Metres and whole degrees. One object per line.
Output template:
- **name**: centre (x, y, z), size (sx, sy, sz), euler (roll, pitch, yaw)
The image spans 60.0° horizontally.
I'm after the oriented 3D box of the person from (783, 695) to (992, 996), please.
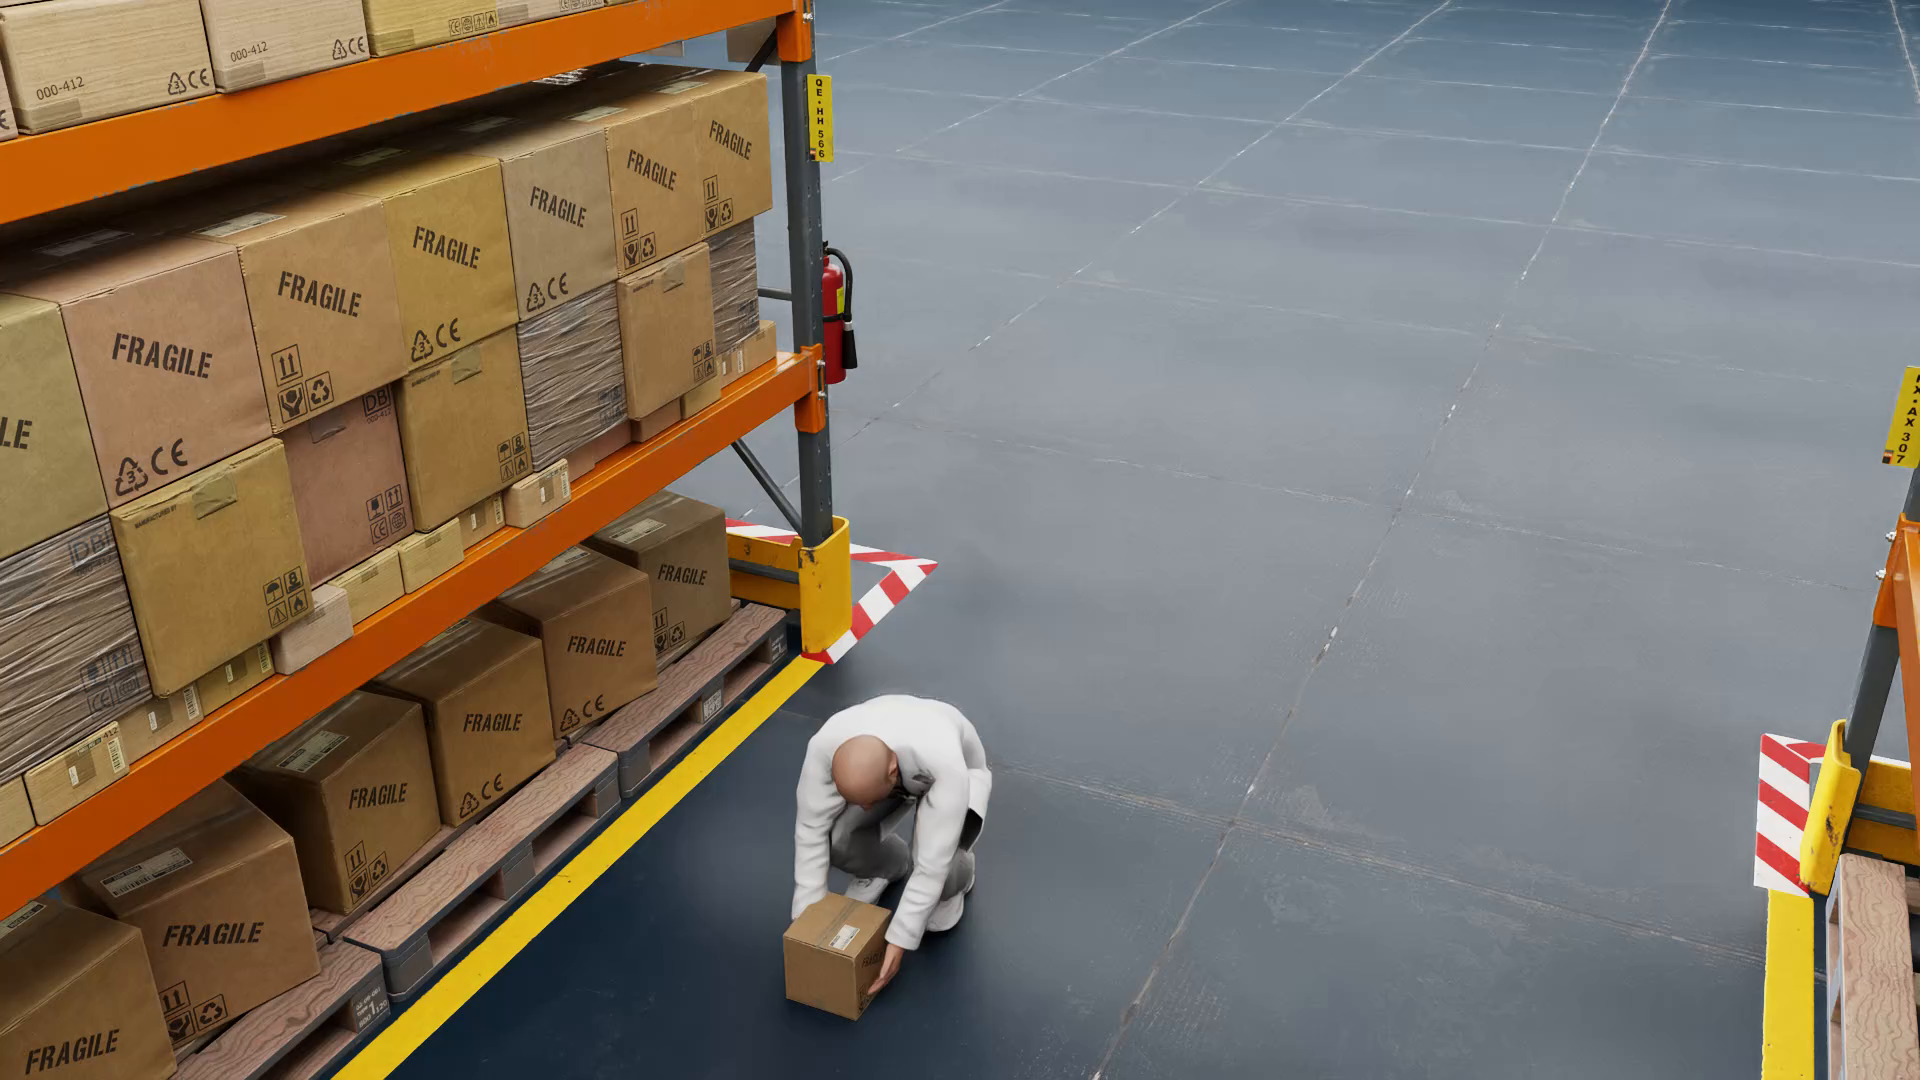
- **person**: centre (-0.207, 0.862, 5.356), size (0.601, 0.900, 0.906), euler (11, 28, 22)
